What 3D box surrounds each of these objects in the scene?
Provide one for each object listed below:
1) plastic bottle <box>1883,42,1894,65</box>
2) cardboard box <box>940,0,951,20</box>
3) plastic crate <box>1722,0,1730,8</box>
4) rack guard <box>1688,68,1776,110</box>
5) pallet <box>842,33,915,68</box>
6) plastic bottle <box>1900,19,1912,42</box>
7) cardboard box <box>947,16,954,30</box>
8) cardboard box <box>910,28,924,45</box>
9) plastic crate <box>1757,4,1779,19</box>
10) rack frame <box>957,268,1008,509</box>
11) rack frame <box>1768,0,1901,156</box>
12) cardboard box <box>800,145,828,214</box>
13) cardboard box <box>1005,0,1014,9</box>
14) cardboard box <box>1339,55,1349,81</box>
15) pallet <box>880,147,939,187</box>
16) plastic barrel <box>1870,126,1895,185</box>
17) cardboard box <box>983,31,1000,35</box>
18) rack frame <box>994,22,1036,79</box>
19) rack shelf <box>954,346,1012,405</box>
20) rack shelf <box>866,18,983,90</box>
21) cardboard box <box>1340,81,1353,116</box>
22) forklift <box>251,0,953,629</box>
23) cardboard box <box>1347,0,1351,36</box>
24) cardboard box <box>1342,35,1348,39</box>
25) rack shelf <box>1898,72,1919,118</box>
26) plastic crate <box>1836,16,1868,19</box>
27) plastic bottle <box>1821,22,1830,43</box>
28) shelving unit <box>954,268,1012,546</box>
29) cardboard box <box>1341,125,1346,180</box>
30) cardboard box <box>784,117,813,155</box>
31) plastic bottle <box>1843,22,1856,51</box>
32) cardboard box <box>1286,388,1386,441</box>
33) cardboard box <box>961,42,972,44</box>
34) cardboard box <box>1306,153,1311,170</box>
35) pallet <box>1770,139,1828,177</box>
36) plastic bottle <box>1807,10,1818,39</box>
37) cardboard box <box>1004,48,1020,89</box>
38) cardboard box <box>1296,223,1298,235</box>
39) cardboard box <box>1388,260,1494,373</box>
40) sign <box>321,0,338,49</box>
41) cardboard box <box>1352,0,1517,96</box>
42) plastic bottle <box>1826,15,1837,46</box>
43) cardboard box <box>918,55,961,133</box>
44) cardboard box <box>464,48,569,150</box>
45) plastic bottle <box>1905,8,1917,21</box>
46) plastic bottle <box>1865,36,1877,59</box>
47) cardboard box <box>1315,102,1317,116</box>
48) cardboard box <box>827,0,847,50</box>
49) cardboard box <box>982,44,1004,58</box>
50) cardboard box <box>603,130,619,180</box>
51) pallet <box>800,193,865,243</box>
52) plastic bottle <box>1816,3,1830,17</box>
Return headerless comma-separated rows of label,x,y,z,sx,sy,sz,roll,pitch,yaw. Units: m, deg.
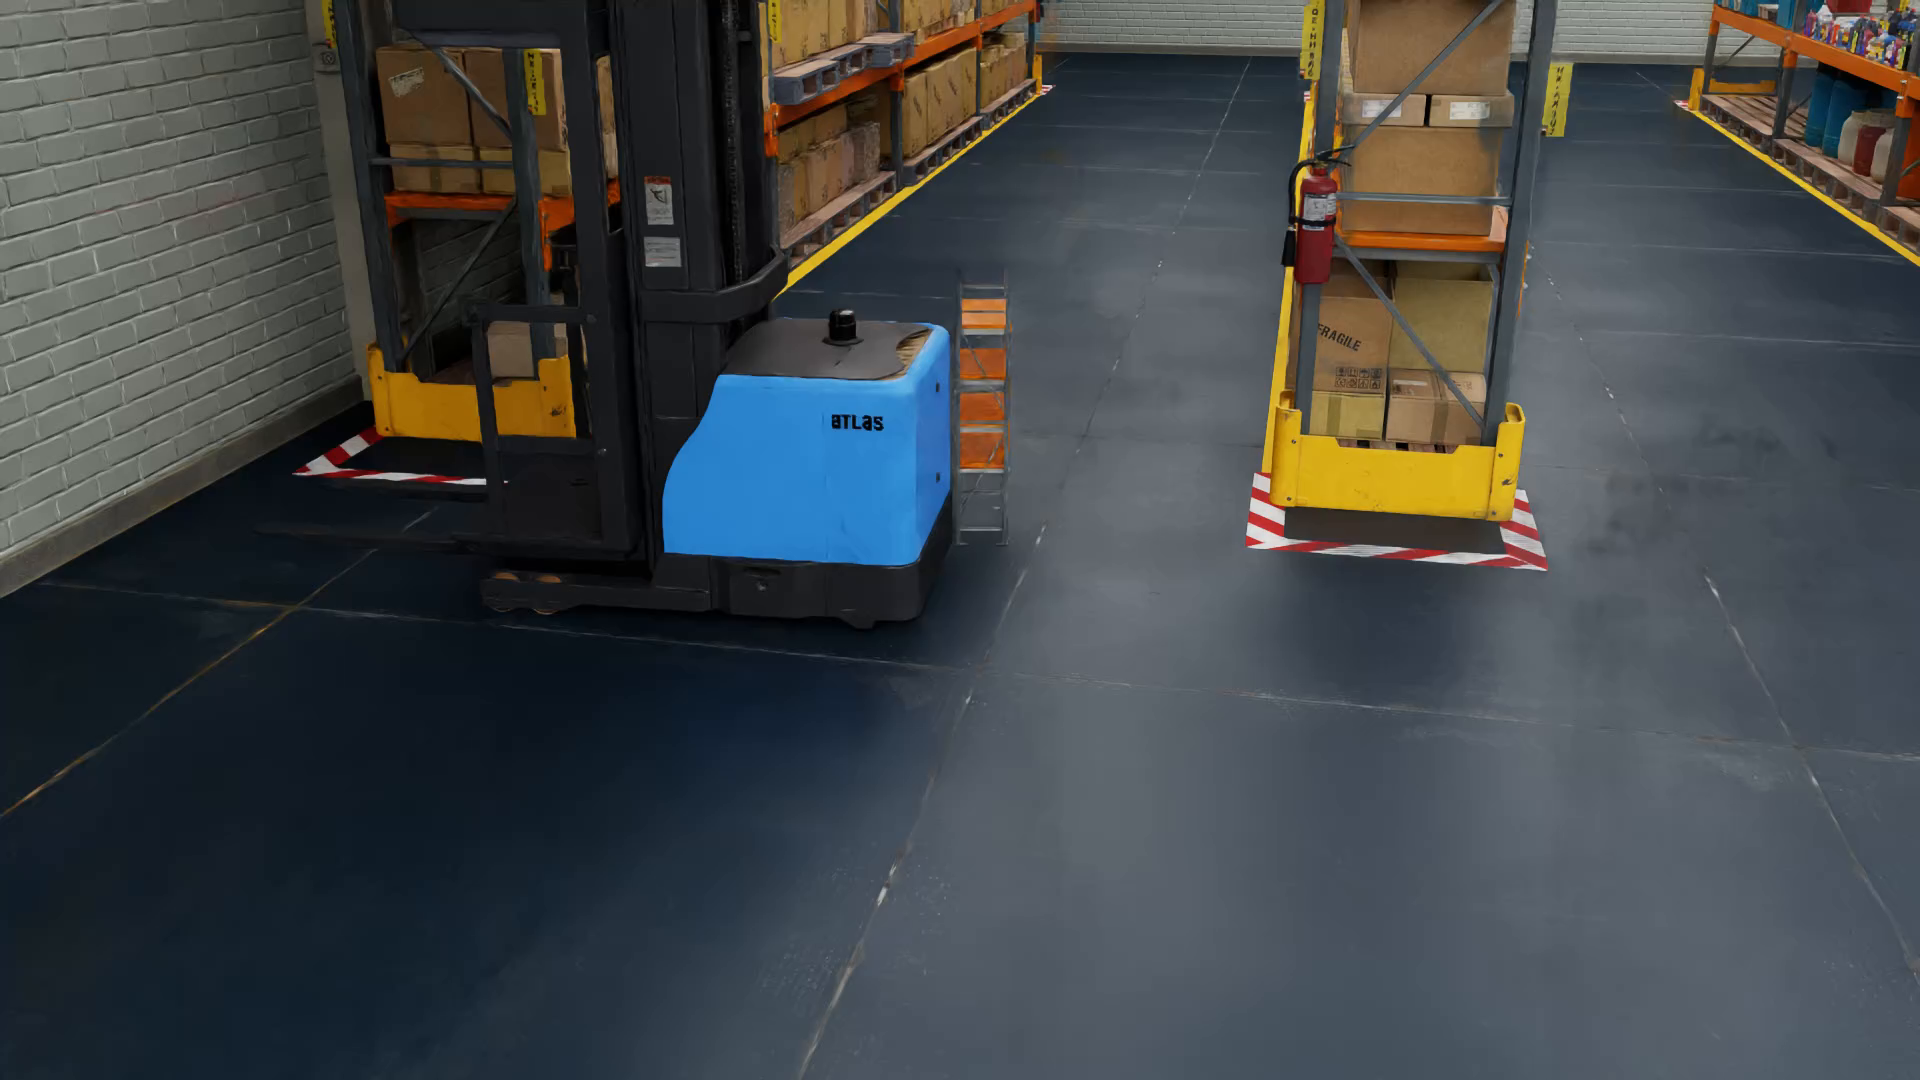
plastic bottle,8.405,-4.389,15.002,0.097,0.201,0.097,0,22,0
cardboard box,-0.400,-5.810,17.705,0.500,0.500,0.500,5,22,12
plastic crate,9.745,-6.795,20.982,0.250,0.136,0.298,4,22,11
rack guard,10.257,-5.916,21.873,1.175,0.500,0.348,4,22,11
pallet,-1.108,-4.537,15.361,1.213,0.211,1.003,4,22,11
plastic bottle,9.354,-5.010,16.449,0.097,0.271,0.097,0,22,0
cardboard box,-0.279,-5.734,18.387,0.380,0.149,0.250,4,22,11
cardboard box,-0.575,-5.073,16.743,0.380,0.149,0.250,5,23,13
plastic crate,9.509,-6.168,19.426,0.293,0.136,0.466,4,22,11
rack frame,0.103,-0.714,8.019,0.240,1.200,0.015,0,22,0
rack frame,9.448,-5.603,17.749,1.000,3.000,0.127,4,22,11
cardboard box,-1.549,-3.123,14.351,0.700,0.500,0.500,5,22,12
cardboard box,0.170,-7.227,21.382,0.980,0.700,0.700,3,22,8
cardboard box,2.357,-2.662,9.446,0.380,0.149,0.250,4,22,10
pallet,-0.832,-3.884,17.215,1.003,0.211,1.213,4,22,11
plastic barrel,8.743,-3.574,15.481,0.421,0.512,0.421,0,22,0
cardboard box,0.351,-6.954,23.021,0.380,0.149,0.250,5,22,11
rack frame,0.566,-7.821,23.257,1.000,3.000,0.127,4,22,11
rack shelf,0.104,-0.768,7.734,0.258,0.148,0.480,0,22,0
rack shelf,-0.658,-5.293,17.943,1.077,0.370,4.000,4,22,11
cardboard box,2.095,-2.190,8.275,0.380,0.149,0.250,5,22,12
forklift,-1.594,-1.232,6.990,3.031,2.935,1.130,3,22,8
cardboard box,2.781,-3.356,10.301,0.700,0.500,0.500,4,22,11
cardboard box,2.621,-3.133,10.616,0.380,0.149,0.250,4,22,10
rack shelf,8.224,-3.075,12.435,1.077,0.370,4.000,4,22,11
plastic crate,9.683,-5.667,18.183,0.396,0.136,0.243,4,22,11
plastic bottle,8.836,-5.160,16.918,0.097,0.201,0.097,0,22,0
shelving unit,0.103,-0.623,7.792,0.258,1.200,0.503,0,22,0
cardboard box,2.469,-2.183,9.124,0.700,0.500,0.500,5,22,11
cardboard box,-1.560,-3.447,14.150,0.500,0.250,0.500,4,22,9
plastic bottle,8.674,-4.903,16.185,0.097,0.271,0.097,0,22,0
cardboard box,1.972,-0.731,8.772,0.500,0.250,0.500,4,22,11
cardboard box,0.042,-6.398,21.640,0.380,0.149,0.250,4,22,10
cardboard box,3.184,-3.150,14.027,0.500,0.311,0.500,4,22,9
pallet,9.250,-4.030,17.578,1.003,0.211,1.213,4,22,11
plastic bottle,8.929,-5.398,17.398,0.061,0.283,0.133,4,22,11
cardboard box,0.419,-6.409,22.536,0.700,0.500,0.500,4,22,11
cardboard box,2.263,-1.628,9.996,0.500,0.500,0.500,4,22,11
cardboard box,2.579,-1.222,8.988,0.500,0.500,0.500,4,22,11
sign,-3.238,-2.702,8.576,0.100,0.325,0.005,4,22,11
cardboard box,2.270,-2.430,8.002,0.700,0.500,0.500,5,22,11
plastic bottle,8.775,-5.122,16.712,0.061,0.283,0.133,4,22,11
cardboard box,-0.434,-4.982,18.525,0.750,0.750,0.750,5,23,13
cardboard box,-2.307,-2.408,8.988,0.500,0.500,0.500,4,22,11
plastic bottle,9.543,-5.151,16.694,0.144,0.351,0.185,4,22,11
plastic bottle,8.525,-4.602,15.532,0.097,0.201,0.097,0,22,0
cardboard box,4.263,-4.868,18.682,0.500,0.500,0.500,3,22,8
cardboard box,-1.385,-4.515,14.327,0.700,0.500,0.500,4,22,11
cardboard box,0.358,-6.262,21.302,0.380,0.149,0.250,4,22,9
cardboard box,-2.196,-2.254,9.609,0.500,0.250,0.500,4,22,9
pallet,-1.478,-2.871,14.699,1.003,0.211,1.213,4,22,11
plastic bottle,9.051,-5.461,17.464,0.144,0.351,0.185,4,22,11
